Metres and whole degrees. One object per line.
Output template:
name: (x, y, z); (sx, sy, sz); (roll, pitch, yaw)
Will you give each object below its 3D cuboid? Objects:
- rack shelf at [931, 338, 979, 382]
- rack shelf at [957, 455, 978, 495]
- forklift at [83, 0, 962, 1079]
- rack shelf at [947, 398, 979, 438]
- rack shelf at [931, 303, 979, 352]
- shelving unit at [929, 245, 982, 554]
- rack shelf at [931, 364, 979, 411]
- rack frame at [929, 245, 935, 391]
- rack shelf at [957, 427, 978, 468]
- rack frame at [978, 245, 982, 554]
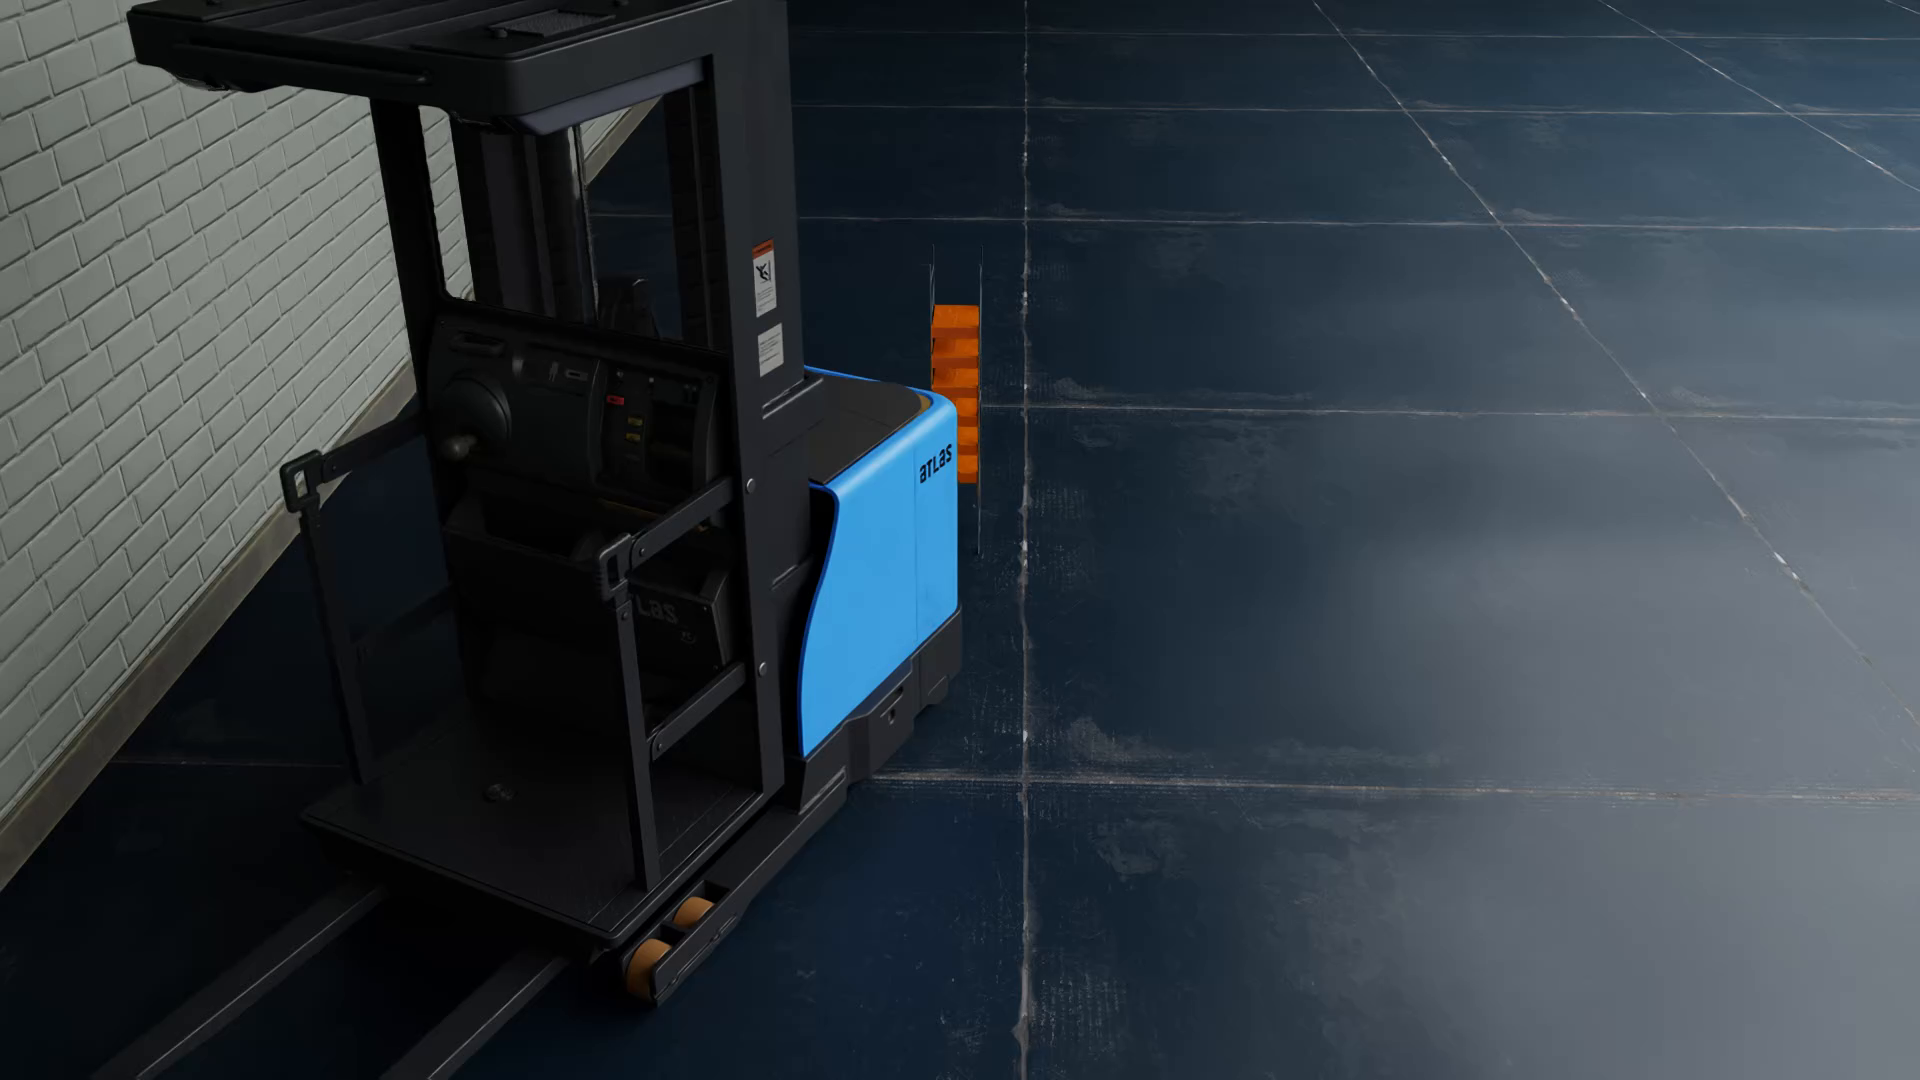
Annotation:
rack shelf: (-0.014, -0.703, 6.378); (0.180, 0.103, 0.258); (1, 28, 2)
rack shelf: (-0.014, -0.279, 6.603); (0.180, 0.103, 0.258); (1, 28, 2)
forklift: (-1.121, -0.303, 4.191); (1.130, 2.935, 3.031); (14, 31, 24)
rack shelf: (-0.014, -0.491, 6.490); (0.180, 0.103, 0.258); (1, 28, 2)
rack shelf: (-0.014, -0.809, 6.322); (0.180, 0.103, 0.258); (1, 28, 2)
shelving unit: (-0.014, -0.530, 6.469); (0.189, 1.200, 0.258); (1, 28, 2)
rack shelf: (-0.014, -0.597, 6.434); (0.180, 0.103, 0.258); (1, 28, 2)
rack frame: (-0.106, -0.532, 6.472); (0.006, 1.200, 0.240); (1, 28, 2)
rack shelf: (-0.014, -0.385, 6.546); (0.180, 0.103, 0.258); (1, 28, 2)
rack frame: (0.077, -0.529, 6.467); (0.006, 1.200, 0.240); (1, 28, 2)
